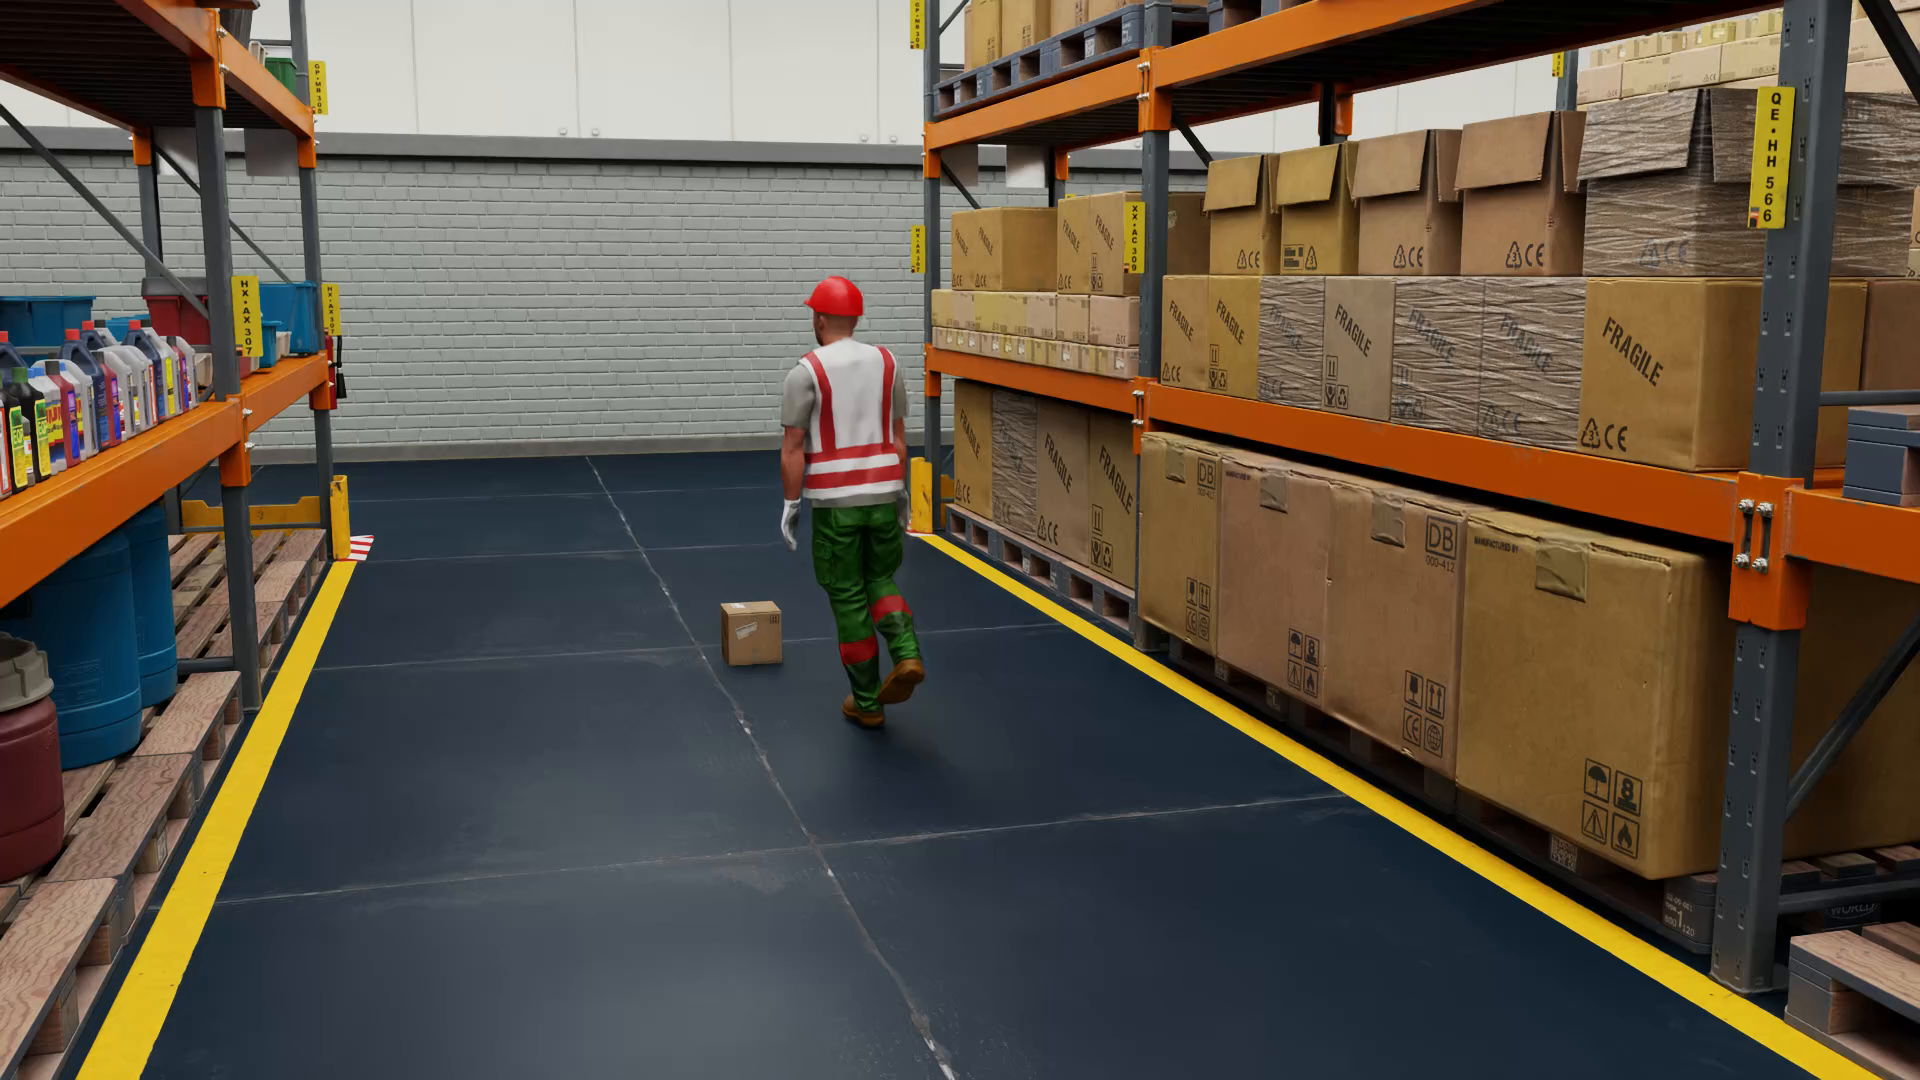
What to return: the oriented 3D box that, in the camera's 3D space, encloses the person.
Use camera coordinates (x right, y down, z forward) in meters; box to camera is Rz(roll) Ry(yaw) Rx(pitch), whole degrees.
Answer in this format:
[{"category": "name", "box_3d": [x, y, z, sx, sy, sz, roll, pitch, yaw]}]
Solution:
[{"category": "person", "box_3d": [-0.401, -0.138, 6.561, 0.597, 1.784, 0.550, -5, 10, -27]}]
